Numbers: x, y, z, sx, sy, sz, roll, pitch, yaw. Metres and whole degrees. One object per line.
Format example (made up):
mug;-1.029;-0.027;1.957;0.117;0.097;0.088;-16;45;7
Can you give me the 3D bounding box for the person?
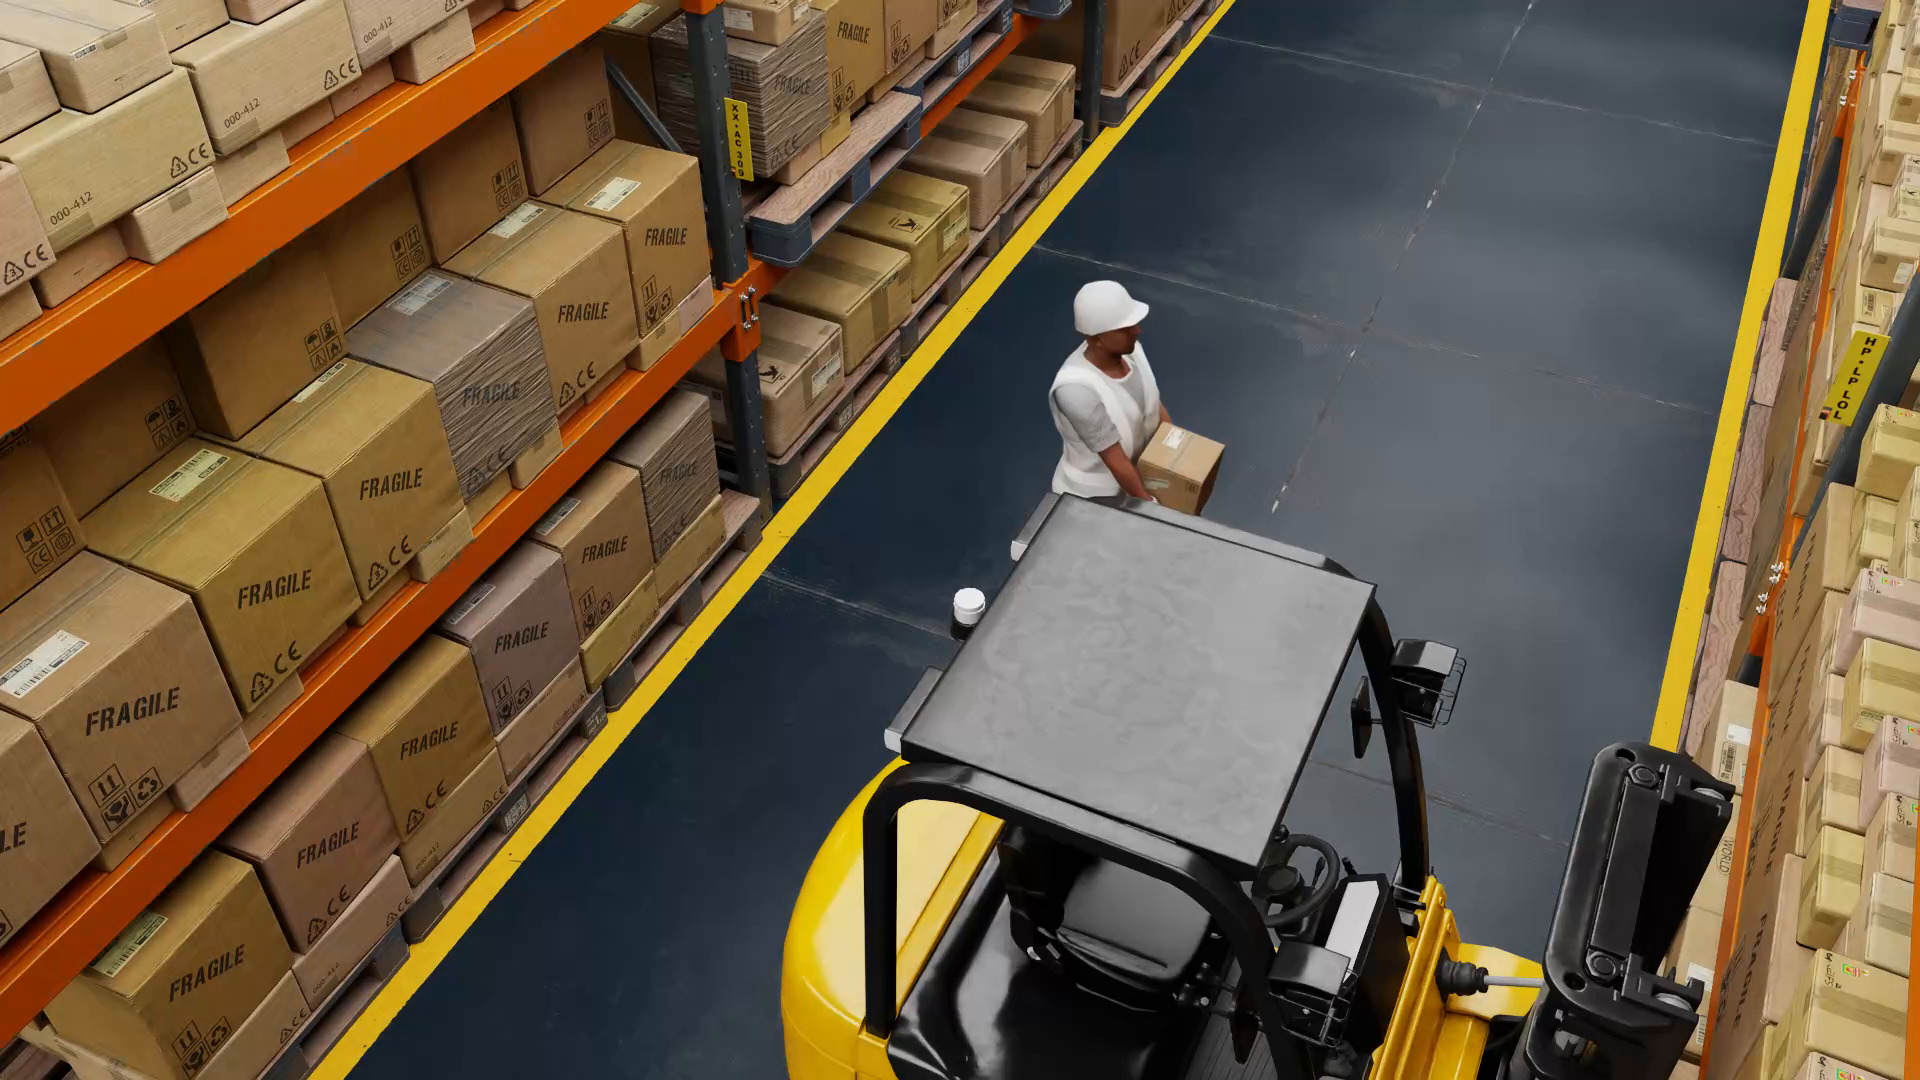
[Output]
person;0.649;-0.179;6.350;0.583;1.778;0.488;18;45;19
